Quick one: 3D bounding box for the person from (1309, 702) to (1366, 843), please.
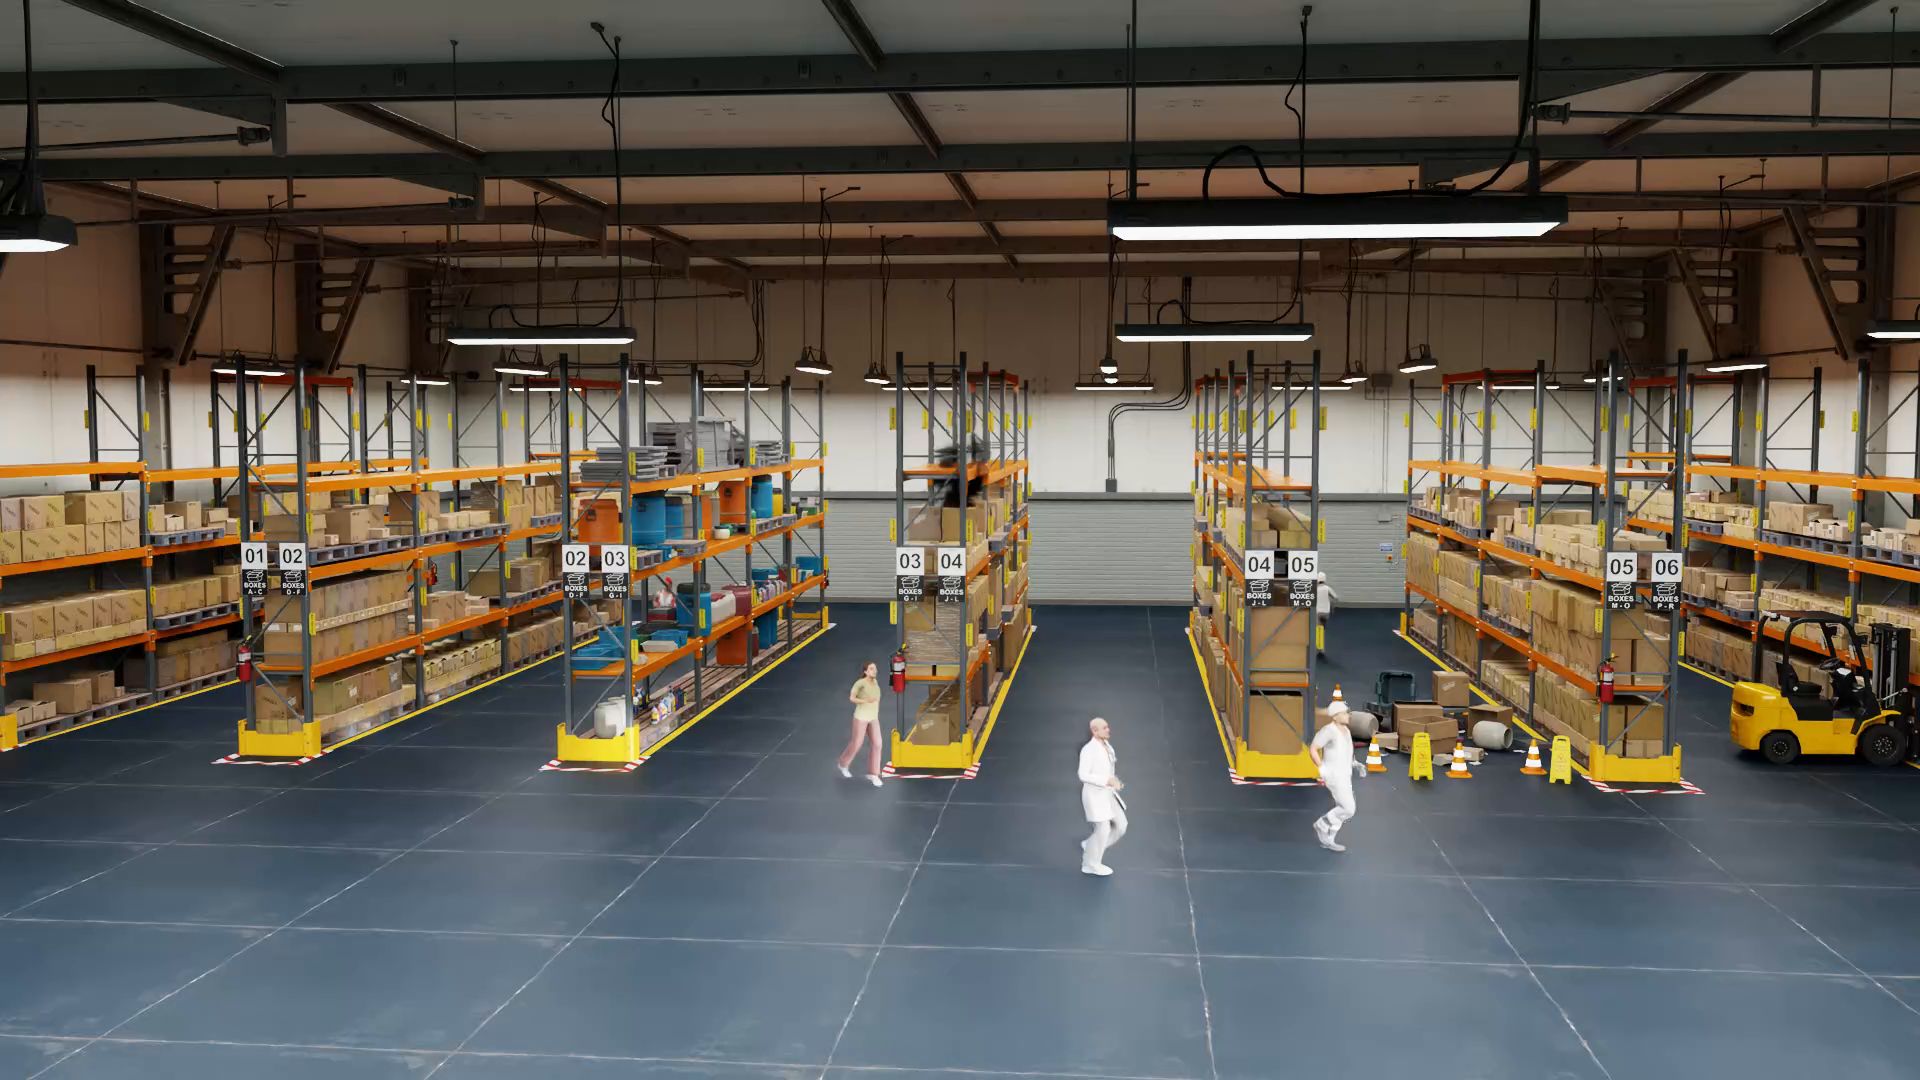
[{"bbox_3d":[4.417,2.730,19.329,0.493,1.695,0.692,4,5,41],"label":"person"}]

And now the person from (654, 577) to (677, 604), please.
[{"bbox_3d":[-6.012,1.590,34.213,0.600,1.672,0.672,0,4,-3],"label":"person"}]

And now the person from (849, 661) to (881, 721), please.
[{"bbox_3d":[-1.274,2.087,23.056,0.585,0.828,0.524,-4,5,-42],"label":"person"}]

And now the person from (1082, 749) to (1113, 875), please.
[{"bbox_3d":[1.529,2.988,18.413,0.405,1.406,0.195,3,5,33],"label":"person"}]

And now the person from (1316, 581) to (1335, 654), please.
[{"bbox_3d":[7.724,1.621,35.488,0.521,1.783,0.780,-1,4,-9],"label":"person"}]
